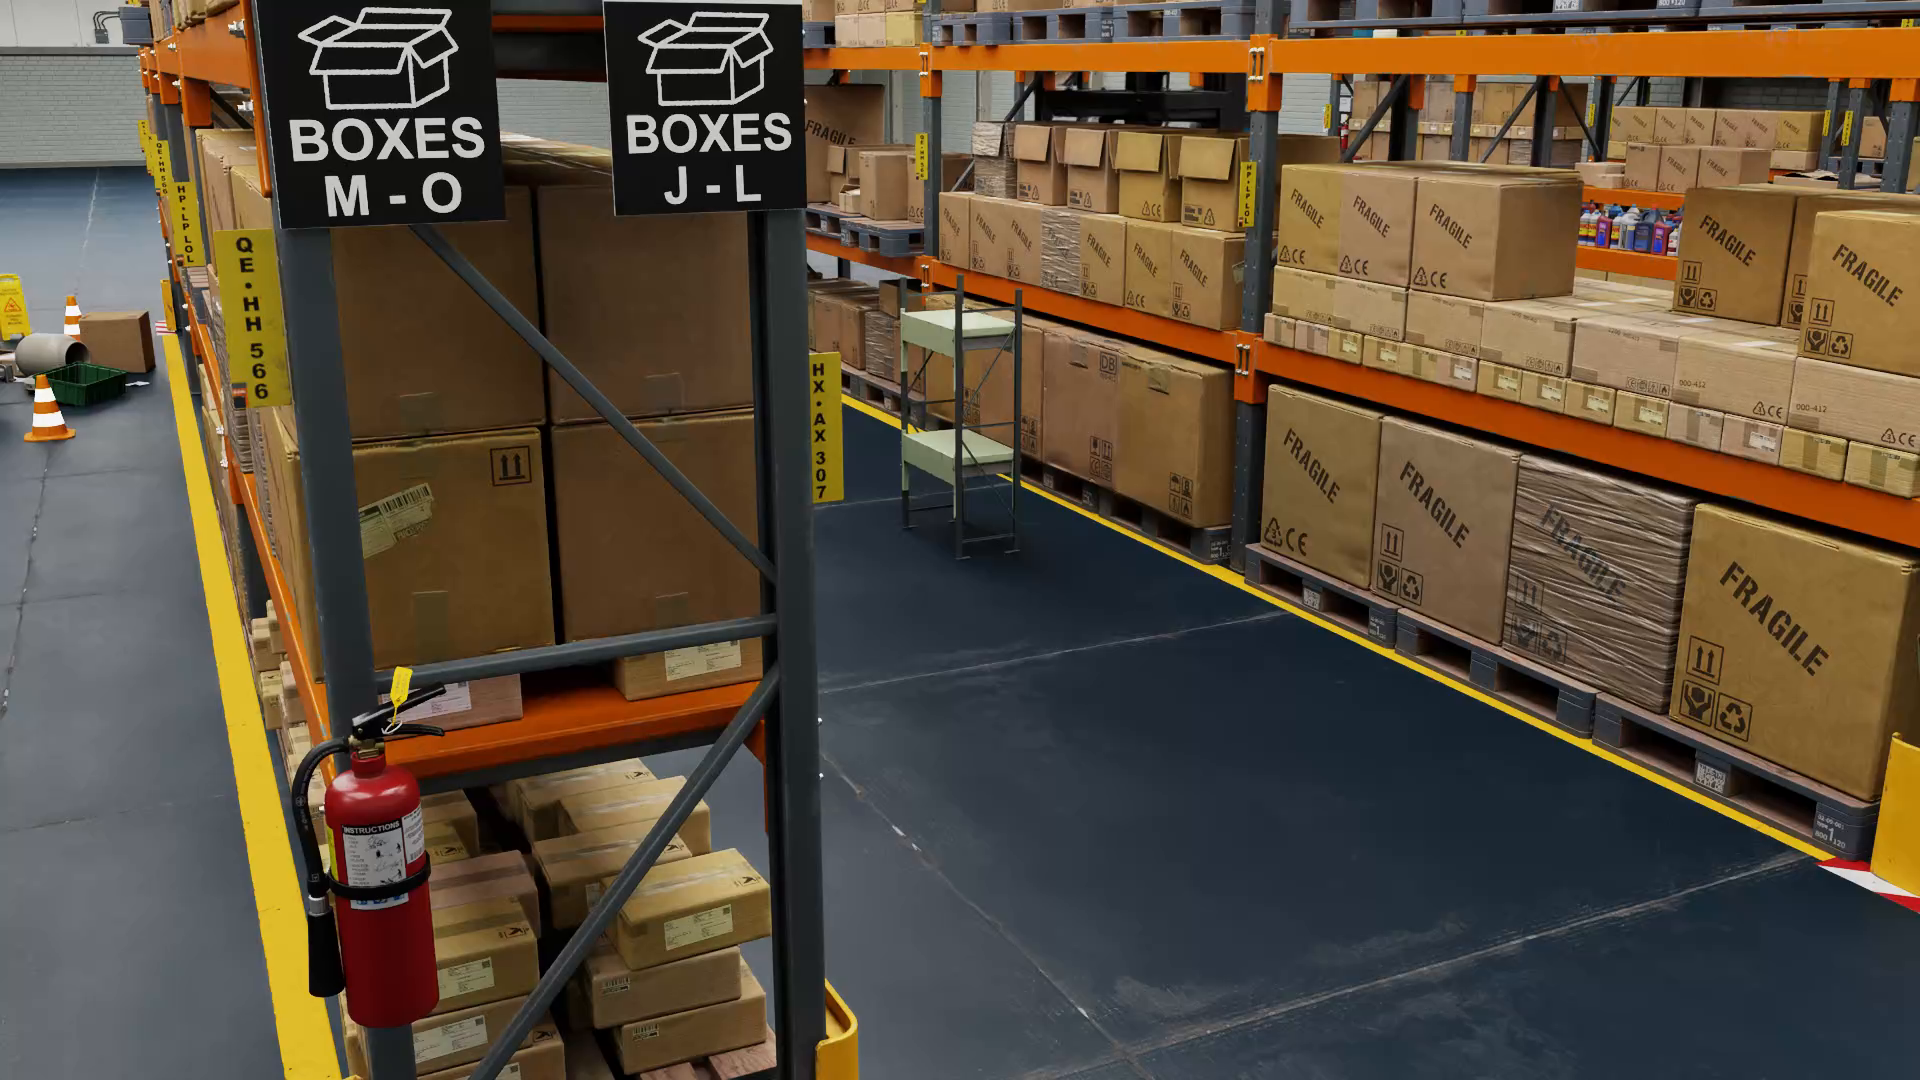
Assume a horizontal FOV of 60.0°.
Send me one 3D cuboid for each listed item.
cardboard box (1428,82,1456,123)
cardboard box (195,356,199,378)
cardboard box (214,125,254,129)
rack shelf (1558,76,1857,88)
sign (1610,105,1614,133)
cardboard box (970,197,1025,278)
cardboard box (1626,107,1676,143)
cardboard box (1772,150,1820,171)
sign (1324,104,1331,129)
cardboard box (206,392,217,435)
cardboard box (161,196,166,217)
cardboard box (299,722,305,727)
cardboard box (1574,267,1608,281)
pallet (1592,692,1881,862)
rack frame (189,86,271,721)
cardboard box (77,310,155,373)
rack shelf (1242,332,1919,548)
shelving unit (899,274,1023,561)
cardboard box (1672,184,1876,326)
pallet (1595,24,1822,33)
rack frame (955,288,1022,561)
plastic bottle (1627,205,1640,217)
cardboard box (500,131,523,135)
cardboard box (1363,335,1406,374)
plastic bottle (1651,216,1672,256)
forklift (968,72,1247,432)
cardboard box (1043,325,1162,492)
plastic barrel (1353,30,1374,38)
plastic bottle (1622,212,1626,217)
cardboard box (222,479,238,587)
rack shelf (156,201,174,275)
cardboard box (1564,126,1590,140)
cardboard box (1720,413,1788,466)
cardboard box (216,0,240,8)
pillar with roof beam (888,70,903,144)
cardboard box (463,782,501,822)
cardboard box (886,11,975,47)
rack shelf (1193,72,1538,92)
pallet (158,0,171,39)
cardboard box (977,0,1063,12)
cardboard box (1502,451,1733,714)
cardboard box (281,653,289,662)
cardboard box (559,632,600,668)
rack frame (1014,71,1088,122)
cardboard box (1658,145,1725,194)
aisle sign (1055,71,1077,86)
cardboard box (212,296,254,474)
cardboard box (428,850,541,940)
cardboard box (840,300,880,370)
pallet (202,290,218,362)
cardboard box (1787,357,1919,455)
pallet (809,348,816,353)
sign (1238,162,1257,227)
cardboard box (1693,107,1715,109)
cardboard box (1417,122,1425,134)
[{"bbox_3d":[6.505,-5.658,21.496,0.700,0.500,0.500,-8,18,-25],"label":"cardboard box"},{"bbox_3d":[-5.692,-1.711,13.591,1.050,0.750,0.750,-8,18,-25],"label":"cardboard box"},{"bbox_3d":[-4.481,-2.383,10.621,0.700,0.500,0.500,-8,18,-25],"label":"cardboard box"},{"bbox_3d":[8.241,-5.104,17.964,1.077,0.370,4.000,-8,18,-25],"label":"rack shelf"},{"bbox_3d":[7.848,-5.090,20.095,0.100,0.325,0.005,-8,18,-25],"label":"sign"},{"bbox_3d":[0.406,-2.083,11.389,0.500,0.500,0.500,-8,18,-26],"label":"cardboard box"},{"bbox_3d":[10.210,-6.115,24.496,0.500,0.500,0.500,-8,18,-25],"label":"cardboard box"},{"bbox_3d":[11.336,-5.122,22.395,0.500,0.250,0.500,-8,18,-25],"label":"cardboard box"},{"bbox_3d":[5.110,-5.884,23.104,0.100,0.325,0.005,-8,18,-25],"label":"sign"},{"bbox_3d":[-3.781,-0.652,8.995,0.500,0.250,0.500,-8,18,-24],"label":"cardboard box"},{"bbox_3d":[-7.201,-3.423,15.968,0.875,0.550,0.550,-8,18,-25],"label":"cardboard box"},{"bbox_3d":[-2.242,0.726,6.189,0.380,0.149,0.250,-8,18,-26],"label":"cardboard box"},{"bbox_3d":[7.541,-3.127,19.433,0.500,0.250,0.500,-7,18,-24],"label":"cardboard box"},{"bbox_3d":[3.294,0.820,6.512,1.003,0.211,1.213,-8,18,-25],"label":"pallet"},{"bbox_3d":[-2.541,-0.750,6.925,1.000,3.000,0.127,-8,18,-25],"label":"rack frame"},{"bbox_3d":[-7.648,-1.794,15.091,0.500,0.500,0.500,-5,17,-15],"label":"cardboard box"},{"bbox_3d":[2.839,-0.482,7.297,1.077,0.370,4.000,-8,18,-25],"label":"rack shelf"},{"bbox_3d":[-0.003,-0.723,9.550,0.431,1.500,0.755,-8,18,-25],"label":"shelving unit"},{"bbox_3d":[3.296,-1.167,6.752,0.500,0.500,0.500,-8,18,-26],"label":"cardboard box"},{"bbox_3d":[5.484,-3.737,12.239,1.003,0.211,1.213,-8,18,-25],"label":"pallet"},{"bbox_3d":[0.157,-0.632,9.233,0.400,1.500,0.023,-8,18,-25],"label":"rack frame"},{"bbox_3d":[5.529,-2.619,13.673,0.097,0.271,0.097,0,16,0],"label":"plastic bottle"},{"bbox_3d":[-1.860,-1.210,5.995,0.500,0.500,0.500,-8,18,-27],"label":"cardboard box"},{"bbox_3d":[2.141,-0.894,7.884,0.380,0.149,0.250,-8,18,-26],"label":"cardboard box"},{"bbox_3d":[5.268,-2.283,12.481,0.061,0.283,0.133,-8,18,-25],"label":"plastic bottle"},{"bbox_3d":[1.292,-2.202,12.109,1.130,2.935,3.031,14,21,41],"label":"forklift"},{"bbox_3d":[1.272,-0.882,10.477,1.225,0.875,0.875,-8,18,-27],"label":"cardboard box"},{"bbox_3d":[3.901,-5.165,15.963,0.600,0.901,0.708,-8,18,-25],"label":"plastic barrel"},{"bbox_3d":[5.486,-2.610,13.766,0.097,0.201,0.097,0,16,0],"label":"plastic bottle"},{"bbox_3d":[-3.316,-0.030,8.188,0.500,0.500,0.500,-8,18,-26],"label":"cardboard box"},{"bbox_3d":[-6.921,-2.883,15.664,1.077,0.370,4.000,-8,18,-25],"label":"rack shelf"},{"bbox_3d":[7.421,-4.954,20.217,0.380,0.149,0.250,-8,18,-25],"label":"cardboard box"},{"bbox_3d":[3.038,-0.387,6.116,0.380,0.149,0.250,-8,18,-25],"label":"cardboard box"},{"bbox_3d":[-1.225,-1.208,3.357,0.500,0.250,0.500,-8,18,-26],"label":"cardboard box"},{"bbox_3d":[-5.865,-15.828,48.593,9.100,9.000,0.400,-8,18,-25],"label":"pillar with roof beam"},{"bbox_3d":[-1.415,0.789,5.432,0.380,0.149,0.250,-7,17,-22],"label":"cardboard box"},{"bbox_3d":[-0.219,-3.774,12.297,0.500,0.250,0.500,-8,18,-25],"label":"cardboard box"},{"bbox_3d":[3.786,-4.506,15.881,1.077,0.370,4.000,-8,18,-25],"label":"rack shelf"},{"bbox_3d":[-3.172,-2.524,8.010,1.213,0.211,1.003,-8,18,-25],"label":"pallet"},{"bbox_3d":[0.542,-3.866,11.400,0.797,0.503,0.637,-7,17,-22],"label":"cardboard box"},{"bbox_3d":[2.964,0.113,7.010,0.875,0.875,0.875,-8,18,-25],"label":"cardboard box"},{"bbox_3d":[-2.478,0.456,6.590,0.380,0.149,0.250,-8,18,-25],"label":"cardboard box"},{"bbox_3d":[-0.784,0.185,4.124,0.380,0.149,0.250,-7,17,-23],"label":"cardboard box"},{"bbox_3d":[1.158,-4.898,21.380,1.000,3.000,0.127,-8,18,-25],"label":"rack frame"},{"bbox_3d":[8.136,-4.105,18.434,0.500,0.500,0.500,-8,18,-25],"label":"cardboard box"},{"bbox_3d":[1.393,-6.201,21.209,0.394,0.787,0.004,-8,18,-25],"label":"aisle sign"},{"bbox_3d":[-2.139,-0.536,5.461,0.500,0.500,0.500,-8,18,-26],"label":"cardboard box"},{"bbox_3d":[-1.306,0.955,4.314,0.380,0.149,0.250,-7,18,-24],"label":"cardboard box"},{"bbox_3d":[-0.611,-1.765,14.198,0.700,0.500,0.500,-6,17,-20],"label":"cardboard box"},{"bbox_3d":[-3.389,-1.163,8.714,1.003,0.211,1.213,-8,18,-25],"label":"pallet"},{"bbox_3d":[3.264,-0.491,5.756,0.500,0.250,0.500,-8,18,-26],"label":"cardboard box"},{"bbox_3d":[-1.200,-1.774,15.551,1.003,0.211,1.213,-8,18,-25],"label":"pallet"},{"bbox_3d":[1.479,-1.774,8.540,0.100,0.325,0.005,-8,18,-25],"label":"sign"},{"bbox_3d":[10.903,-6.048,24.265,0.500,0.500,0.500,-8,18,-26],"label":"cardboard box"},{"bbox_3d":[6.156,-5.413,21.818,0.380,0.149,0.250,-8,18,-26],"label":"cardboard box"}]
